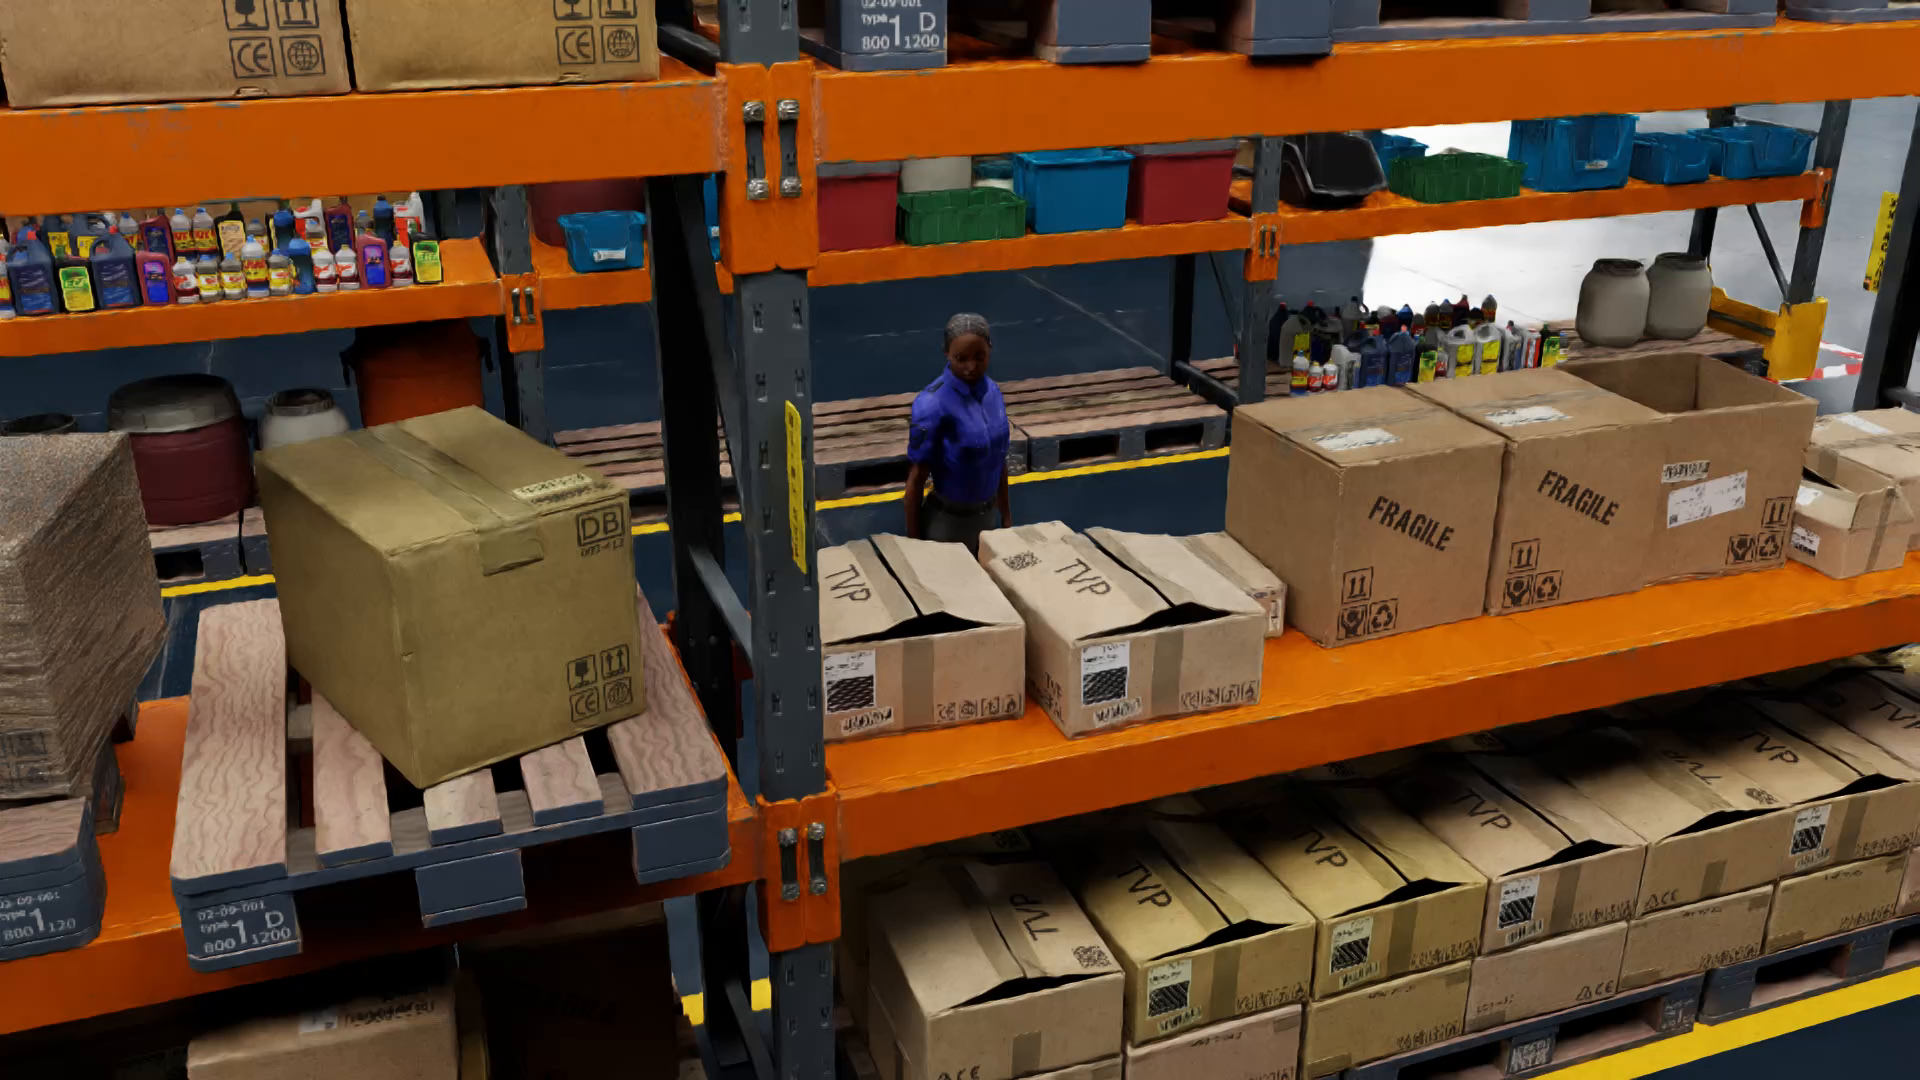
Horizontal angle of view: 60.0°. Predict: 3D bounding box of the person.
[{"bbox_3d":[0.008,-0.030,6.101,0.319,1.663,0.549,13,26,28],"label":"person"}]
